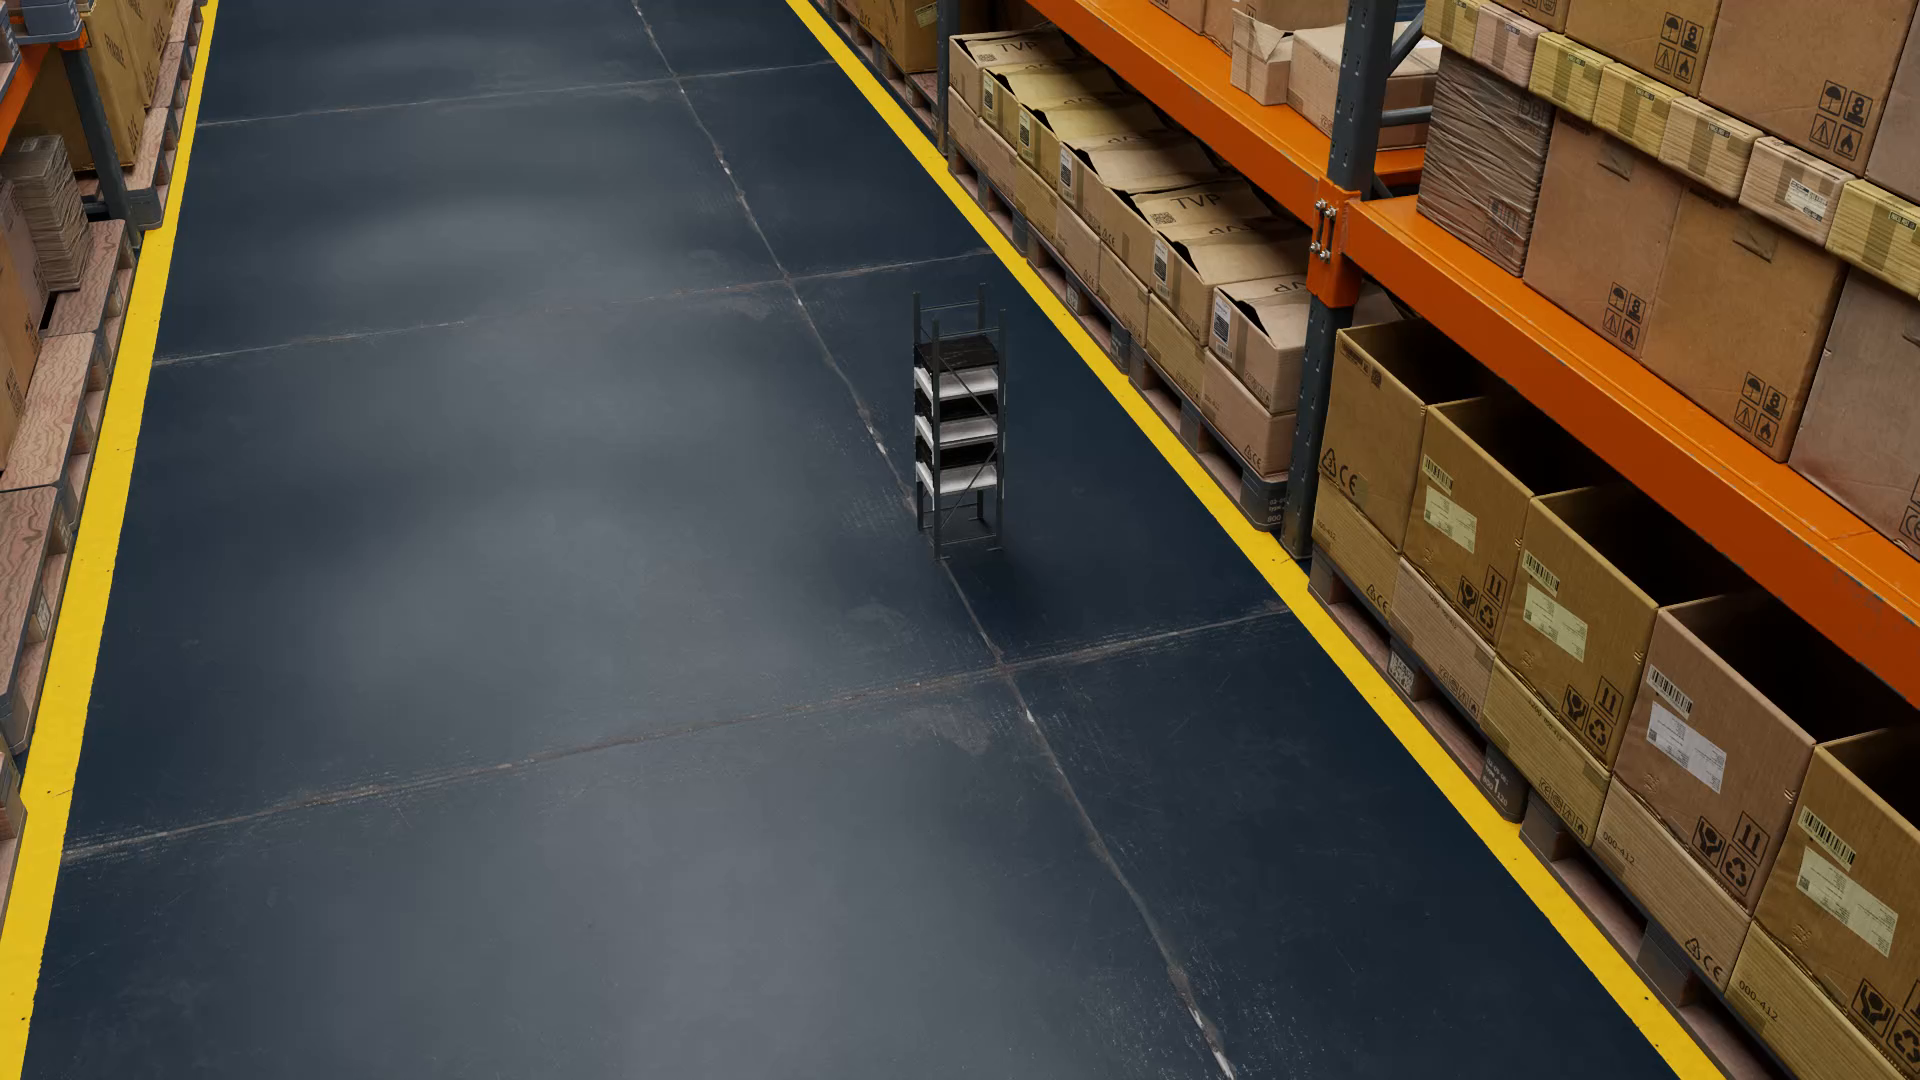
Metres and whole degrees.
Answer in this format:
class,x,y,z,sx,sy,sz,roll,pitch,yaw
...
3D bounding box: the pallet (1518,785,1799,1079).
class,x,y,z,sx,sy,sz,roll,pitch,yaw
pallet,2.173,0.938,4.138,1.003,0.211,1.213,-10,35,-15

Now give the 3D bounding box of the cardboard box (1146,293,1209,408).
class,x,y,z,sx,sy,sz,roll,pitch,yaw
cardboard box,1.039,-0.754,6.284,0.500,0.250,0.500,-11,35,-15

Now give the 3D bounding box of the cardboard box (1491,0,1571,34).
class,x,y,z,sx,sy,sz,roll,pitch,yaw
cardboard box,1.736,-1.642,4.247,0.700,0.500,0.500,-10,35,-15

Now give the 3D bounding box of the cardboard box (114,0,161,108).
class,x,y,z,sx,sy,sz,roll,pitch,yaw
cardboard box,-4.703,-2.704,8.690,0.750,0.750,0.750,-10,35,-15

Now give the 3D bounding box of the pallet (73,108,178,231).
class,x,y,z,sx,sy,sz,roll,pitch,yaw
pallet,-4.511,-1.820,8.312,1.003,0.211,1.213,-10,35,-15

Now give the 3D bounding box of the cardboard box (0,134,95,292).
class,x,y,z,sx,sy,sz,roll,pitch,yaw
cardboard box,-4.073,-1.328,6.907,0.700,0.500,0.500,-10,35,-14

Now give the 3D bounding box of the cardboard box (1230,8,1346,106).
class,x,y,z,sx,sy,sz,roll,pitch,yaw
cardboard box,1.151,-1.666,5.672,0.396,0.266,0.258,-11,35,-16

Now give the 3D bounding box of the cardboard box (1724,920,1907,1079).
class,x,y,z,sx,sy,sz,roll,pitch,yaw
cardboard box,2.051,1.026,3.589,0.500,0.250,0.500,-10,35,-15

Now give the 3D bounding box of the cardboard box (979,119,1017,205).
class,x,y,z,sx,sy,sz,roll,pitch,yaw
cardboard box,0.409,-1.831,7.914,0.500,0.250,0.500,-11,35,-16

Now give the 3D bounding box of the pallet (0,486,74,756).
class,x,y,z,sx,sy,sz,roll,pitch,yaw
pallet,-3.361,0.299,5.107,1.003,0.211,1.213,-10,35,-15

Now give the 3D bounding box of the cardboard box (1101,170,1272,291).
class,x,y,z,sx,sy,sz,roll,pitch,yaw
cardboard box,0.883,-1.252,6.529,0.500,0.311,0.500,-10,35,-15

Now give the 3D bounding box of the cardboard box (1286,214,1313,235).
class,x,y,z,sx,sy,sz,roll,pitch,yaw
cardboard box,1.558,-1.076,6.262,0.500,0.311,0.500,-10,35,-15

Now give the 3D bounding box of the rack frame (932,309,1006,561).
class,x,y,z,sx,sy,sz,roll,pitch,yaw
rack frame,0.029,-0.326,5.428,0.240,0.900,0.006,-10,35,-15

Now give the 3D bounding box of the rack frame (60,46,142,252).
class,x,y,z,sx,sy,sz,roll,pitch,yaw
rack frame,-4.342,-2.556,6.898,1.000,3.000,0.127,-10,35,-15

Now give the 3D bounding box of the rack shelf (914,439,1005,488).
class,x,y,z,sx,sy,sz,roll,pitch,yaw
rack shelf,-0.002,-0.277,5.576,0.258,0.077,0.200,-10,35,-15

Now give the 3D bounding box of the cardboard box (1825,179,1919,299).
class,x,y,z,sx,sy,sz,roll,pitch,yaw
cardboard box,1.968,-0.617,3.284,0.380,0.149,0.250,-10,35,-15

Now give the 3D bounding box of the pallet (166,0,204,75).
class,x,y,z,sx,sy,sz,roll,pitch,yaw
pallet,-5.255,-3.101,10.251,1.003,0.211,1.213,-10,35,-15

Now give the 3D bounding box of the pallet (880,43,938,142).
class,x,y,z,sx,sy,sz,roll,pitch,yaw
pallet,0.183,-2.626,9.533,1.003,0.211,1.213,-10,35,-15

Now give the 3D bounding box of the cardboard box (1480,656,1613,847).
class,x,y,z,sx,sy,sz,roll,pitch,yaw
cardboard box,1.742,0.502,4.383,0.500,0.250,0.500,-10,35,-15

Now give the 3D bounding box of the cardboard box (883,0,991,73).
class,x,y,z,sx,sy,sz,roll,pitch,yaw
cardboard box,-0.135,-2.984,9.413,0.500,0.500,0.500,-9,34,-13

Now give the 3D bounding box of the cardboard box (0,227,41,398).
class,x,y,z,sx,sy,sz,roll,pitch,yaw
cardboard box,-3.848,-0.782,6.080,0.700,0.500,0.500,-10,35,-15

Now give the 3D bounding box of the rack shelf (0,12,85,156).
class,x,y,z,sx,sy,sz,roll,pitch,yaw
rack shelf,-3.732,-1.206,5.507,1.077,0.370,4.000,-10,35,-15

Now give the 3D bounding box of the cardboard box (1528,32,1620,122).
class,x,y,z,sx,sy,sz,roll,pitch,yaw
cardboard box,1.649,-1.163,4.110,0.380,0.149,0.250,-11,35,-16

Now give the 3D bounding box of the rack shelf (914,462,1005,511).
class,x,y,z,sx,sy,sz,roll,pitch,yaw
rack shelf,-0.002,-0.202,5.626,0.258,0.077,0.200,-10,35,-15

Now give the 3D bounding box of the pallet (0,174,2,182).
class,x,y,z,sx,sy,sz,roll,pitch,yaw
pallet,-3.217,-0.802,4.417,1.003,0.211,1.213,-10,35,-15

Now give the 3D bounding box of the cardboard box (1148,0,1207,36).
class,x,y,z,sx,sy,sz,roll,pitch,yaw
cardboard box,1.062,-2.278,6.387,0.500,0.500,0.500,-10,35,-15

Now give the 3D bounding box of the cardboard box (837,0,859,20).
class,x,y,z,sx,sy,sz,roll,pitch,yaw
cardboard box,-0.458,-3.530,10.239,0.500,0.500,0.500,-11,35,-17

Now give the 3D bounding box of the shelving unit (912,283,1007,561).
class,x,y,z,sx,sy,sz,roll,pitch,yaw
shelving unit,-0.002,-0.380,5.508,0.258,0.900,0.210,-10,35,-15

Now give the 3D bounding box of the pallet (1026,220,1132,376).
class,x,y,z,sx,sy,sz,roll,pitch,yaw
pallet,0.957,-1.150,7.299,1.003,0.211,1.213,-10,35,-15

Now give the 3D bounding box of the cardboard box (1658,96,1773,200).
class,x,y,z,sx,sy,sz,roll,pitch,yaw
cardboard box,1.805,-0.894,3.703,0.380,0.149,0.250,-11,35,-16

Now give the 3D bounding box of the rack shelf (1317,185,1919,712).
class,x,y,z,sx,sy,sz,roll,pitch,yaw
rack shelf,2.204,0.059,3.593,1.077,0.370,4.000,-10,35,-15

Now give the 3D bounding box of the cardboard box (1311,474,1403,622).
class,x,y,z,sx,sy,sz,roll,pitch,yaw
cardboard box,1.447,-0.025,5.180,0.500,0.250,0.500,-10,35,-15

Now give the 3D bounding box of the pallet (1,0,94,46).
class,x,y,z,sx,sy,sz,roll,pitch,yaw
pallet,-4.023,-2.120,6.412,1.213,0.211,1.003,-10,35,-15

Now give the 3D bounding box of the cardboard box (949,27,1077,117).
class,x,y,z,sx,sy,sz,roll,pitch,yaw
cardboard box,0.254,-2.329,8.158,0.500,0.311,0.500,-9,34,-13

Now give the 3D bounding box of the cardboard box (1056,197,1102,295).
class,x,y,z,sx,sy,sz,roll,pitch,yaw
cardboard box,0.729,-1.290,7.095,0.500,0.250,0.500,-9,35,-14

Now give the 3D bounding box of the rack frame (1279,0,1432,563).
class,x,y,z,sx,sy,sz,roll,pitch,yaw
rack frame,1.594,-1.291,4.983,1.000,3.000,0.127,-10,35,-15

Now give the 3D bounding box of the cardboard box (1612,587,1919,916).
class,x,y,z,sx,sy,sz,roll,pitch,yaw
cardboard box,1.897,0.451,3.779,0.500,0.500,0.500,-10,35,-15

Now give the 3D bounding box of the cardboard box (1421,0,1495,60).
class,x,y,z,sx,sy,sz,roll,pitch,yaw
cardboard box,1.492,-1.430,4.514,0.380,0.149,0.250,-10,35,-15

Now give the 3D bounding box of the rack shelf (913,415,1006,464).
class,x,y,z,sx,sy,sz,roll,pitch,yaw
rack shelf,-0.002,-0.352,5.527,0.258,0.077,0.200,-10,35,-15

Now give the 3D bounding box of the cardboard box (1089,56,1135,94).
class,x,y,z,sx,sy,sz,roll,pitch,yaw
cardboard box,0.933,-2.148,7.884,0.500,0.311,0.500,-11,35,-15

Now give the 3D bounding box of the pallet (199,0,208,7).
class,x,y,z,sx,sy,sz,roll,pitch,yaw
pallet,-5.720,-3.905,11.469,1.003,0.211,1.213,-10,35,-15

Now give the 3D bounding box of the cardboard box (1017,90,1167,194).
class,x,y,z,sx,sy,sz,roll,pitch,yaw
cardboard box,0.576,-1.786,7.337,0.500,0.311,0.500,-11,35,-16

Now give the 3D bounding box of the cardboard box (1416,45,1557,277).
class,x,y,z,sx,sy,sz,roll,pitch,yaw
cardboard box,1.736,-1.101,4.605,0.700,0.500,0.500,-11,35,-16

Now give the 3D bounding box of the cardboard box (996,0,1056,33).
class,x,y,z,sx,sy,sz,roll,pitch,yaw
cardboard box,0.508,-2.819,9.164,0.500,0.500,0.500,-9,34,-13

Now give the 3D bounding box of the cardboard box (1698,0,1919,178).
class,x,y,z,sx,sy,sz,roll,pitch,yaw
cardboard box,2.043,-1.114,3.448,0.700,0.500,0.500,-10,35,-15

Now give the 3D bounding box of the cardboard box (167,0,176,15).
class,x,y,z,sx,sy,sz,roll,pitch,yaw
cardboard box,-5.240,-3.615,10.070,0.750,0.750,0.750,-10,35,-14

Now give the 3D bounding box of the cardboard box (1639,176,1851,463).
class,x,y,z,sx,sy,sz,roll,pitch,yaw
cardboard box,2.052,-0.561,3.788,0.700,0.500,0.500,-10,35,-14

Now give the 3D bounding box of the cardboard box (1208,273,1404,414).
class,x,y,z,sx,sy,sz,roll,pitch,yaw
cardboard box,1.198,-0.718,5.720,0.500,0.311,0.500,-10,35,-15

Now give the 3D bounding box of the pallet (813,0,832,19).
class,x,y,z,sx,sy,sz,roll,pitch,yaw
pallet,-0.562,-3.907,11.472,1.003,0.211,1.213,-10,35,-15

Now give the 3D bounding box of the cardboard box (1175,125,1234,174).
class,x,y,z,sx,sy,sz,roll,pitch,yaw
cardboard box,1.235,-1.619,7.084,0.500,0.311,0.500,-9,35,-13

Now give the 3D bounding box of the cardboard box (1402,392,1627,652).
class,x,y,z,sx,sy,sz,roll,pitch,yaw
cardboard box,1.598,-0.075,4.575,0.500,0.500,0.500,-10,35,-15
